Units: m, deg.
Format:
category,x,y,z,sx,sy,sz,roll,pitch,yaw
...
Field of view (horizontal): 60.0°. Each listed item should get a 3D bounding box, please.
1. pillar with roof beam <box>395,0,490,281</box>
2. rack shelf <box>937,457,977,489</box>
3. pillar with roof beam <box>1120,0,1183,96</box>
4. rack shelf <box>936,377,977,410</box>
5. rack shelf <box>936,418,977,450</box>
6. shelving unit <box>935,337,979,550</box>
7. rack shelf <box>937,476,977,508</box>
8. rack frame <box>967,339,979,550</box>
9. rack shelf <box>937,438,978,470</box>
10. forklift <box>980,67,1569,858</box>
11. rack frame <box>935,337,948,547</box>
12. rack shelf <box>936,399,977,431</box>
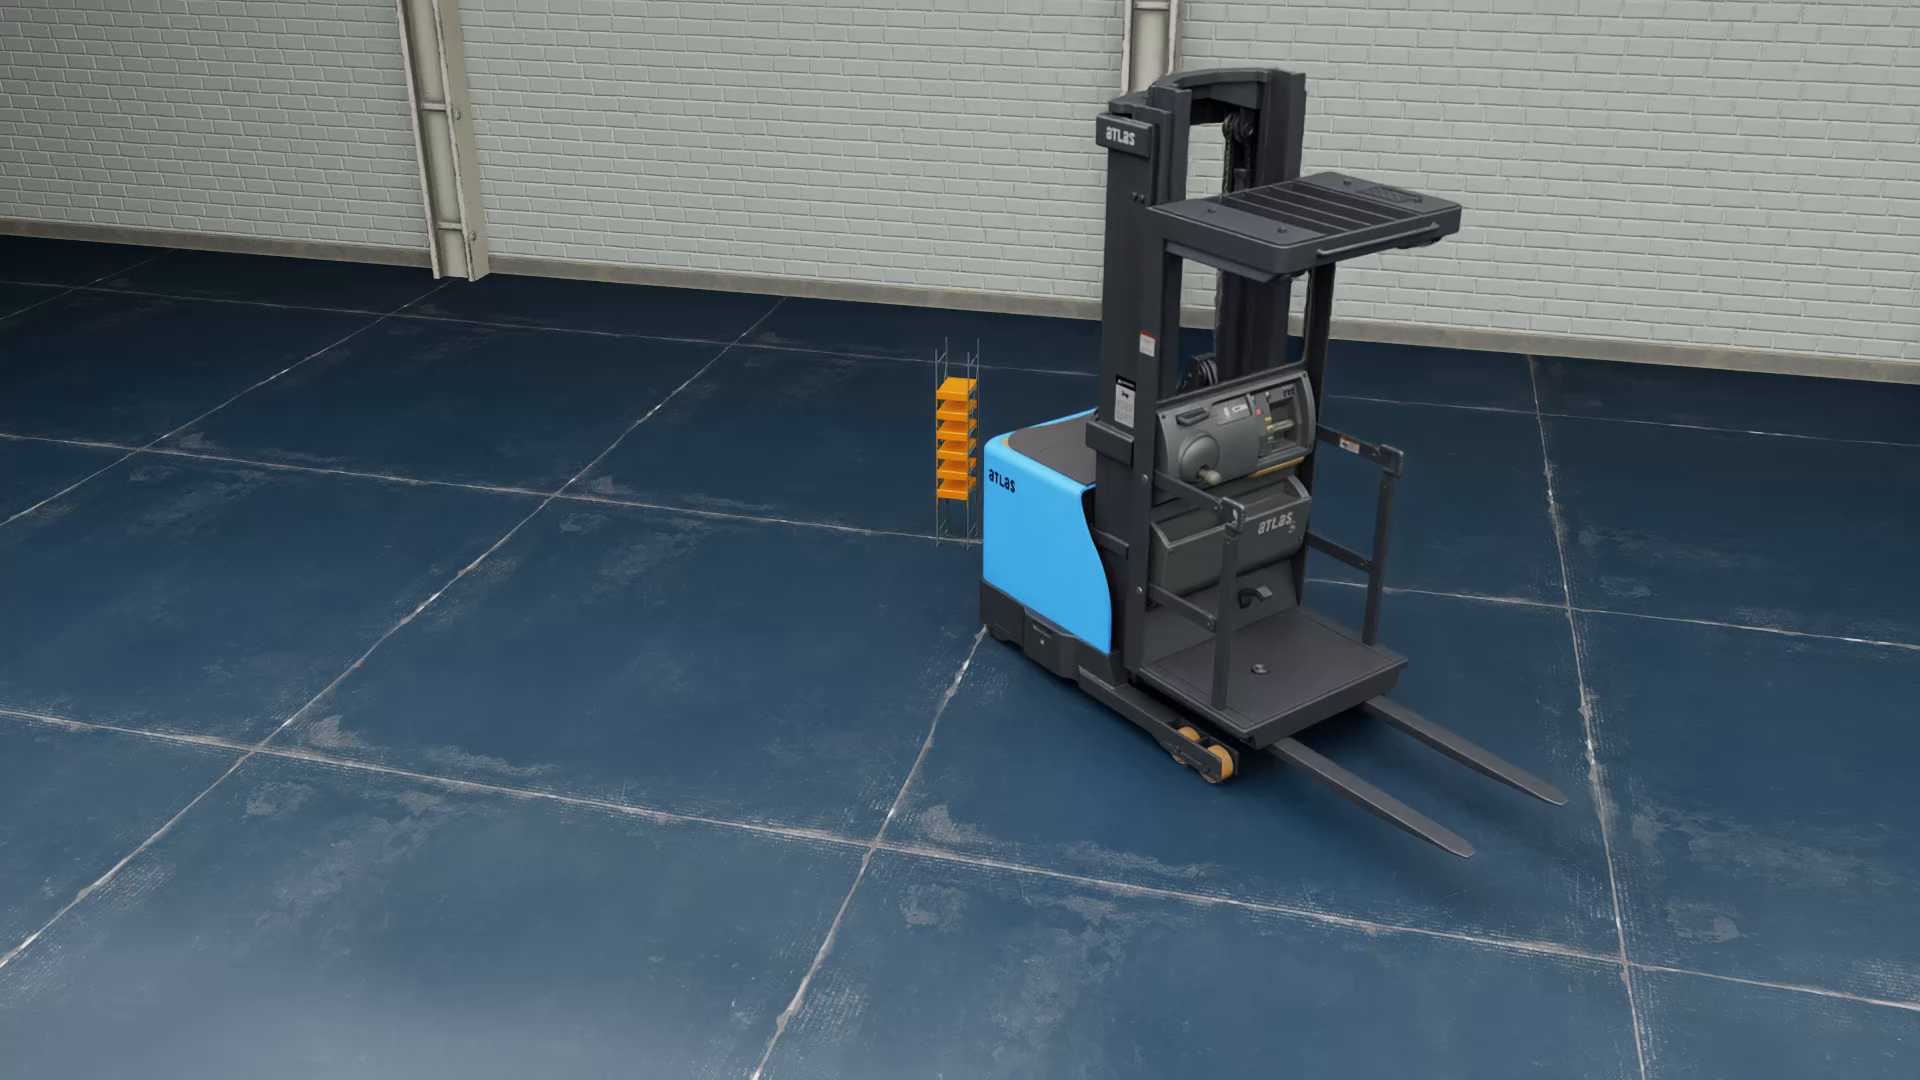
category,x,y,z,sx,sy,sz,roll,pitch,yaw
pillar with roof beam,-5.457,-4.609,8.962,0.400,9.000,9.100,6,26,13
rack shelf,-0.014,-0.395,9.566,0.180,0.103,0.258,6,26,13
pillar with roof beam,0.353,-3.967,7.613,0.400,9.000,9.100,6,26,13
rack shelf,-0.014,-0.828,9.360,0.180,0.103,0.258,6,26,13
rack shelf,-0.014,-0.612,9.463,0.180,0.103,0.258,6,26,13
shelving unit,-0.014,-0.543,9.495,0.189,1.200,0.258,6,26,13
rack shelf,-0.014,-0.286,9.618,0.180,0.103,0.258,6,26,13
rack frame,0.075,-0.533,9.475,0.006,1.200,0.240,6,26,13
rack shelf,-0.014,-0.503,9.514,0.180,0.103,0.258,6,26,13
forklift,1.381,-0.472,7.332,1.130,2.935,3.031,-18,31,-32
rack frame,-0.103,-0.553,9.516,0.006,1.200,0.240,6,26,13
rack shelf,-0.014,-0.720,9.411,0.180,0.103,0.258,6,26,13
